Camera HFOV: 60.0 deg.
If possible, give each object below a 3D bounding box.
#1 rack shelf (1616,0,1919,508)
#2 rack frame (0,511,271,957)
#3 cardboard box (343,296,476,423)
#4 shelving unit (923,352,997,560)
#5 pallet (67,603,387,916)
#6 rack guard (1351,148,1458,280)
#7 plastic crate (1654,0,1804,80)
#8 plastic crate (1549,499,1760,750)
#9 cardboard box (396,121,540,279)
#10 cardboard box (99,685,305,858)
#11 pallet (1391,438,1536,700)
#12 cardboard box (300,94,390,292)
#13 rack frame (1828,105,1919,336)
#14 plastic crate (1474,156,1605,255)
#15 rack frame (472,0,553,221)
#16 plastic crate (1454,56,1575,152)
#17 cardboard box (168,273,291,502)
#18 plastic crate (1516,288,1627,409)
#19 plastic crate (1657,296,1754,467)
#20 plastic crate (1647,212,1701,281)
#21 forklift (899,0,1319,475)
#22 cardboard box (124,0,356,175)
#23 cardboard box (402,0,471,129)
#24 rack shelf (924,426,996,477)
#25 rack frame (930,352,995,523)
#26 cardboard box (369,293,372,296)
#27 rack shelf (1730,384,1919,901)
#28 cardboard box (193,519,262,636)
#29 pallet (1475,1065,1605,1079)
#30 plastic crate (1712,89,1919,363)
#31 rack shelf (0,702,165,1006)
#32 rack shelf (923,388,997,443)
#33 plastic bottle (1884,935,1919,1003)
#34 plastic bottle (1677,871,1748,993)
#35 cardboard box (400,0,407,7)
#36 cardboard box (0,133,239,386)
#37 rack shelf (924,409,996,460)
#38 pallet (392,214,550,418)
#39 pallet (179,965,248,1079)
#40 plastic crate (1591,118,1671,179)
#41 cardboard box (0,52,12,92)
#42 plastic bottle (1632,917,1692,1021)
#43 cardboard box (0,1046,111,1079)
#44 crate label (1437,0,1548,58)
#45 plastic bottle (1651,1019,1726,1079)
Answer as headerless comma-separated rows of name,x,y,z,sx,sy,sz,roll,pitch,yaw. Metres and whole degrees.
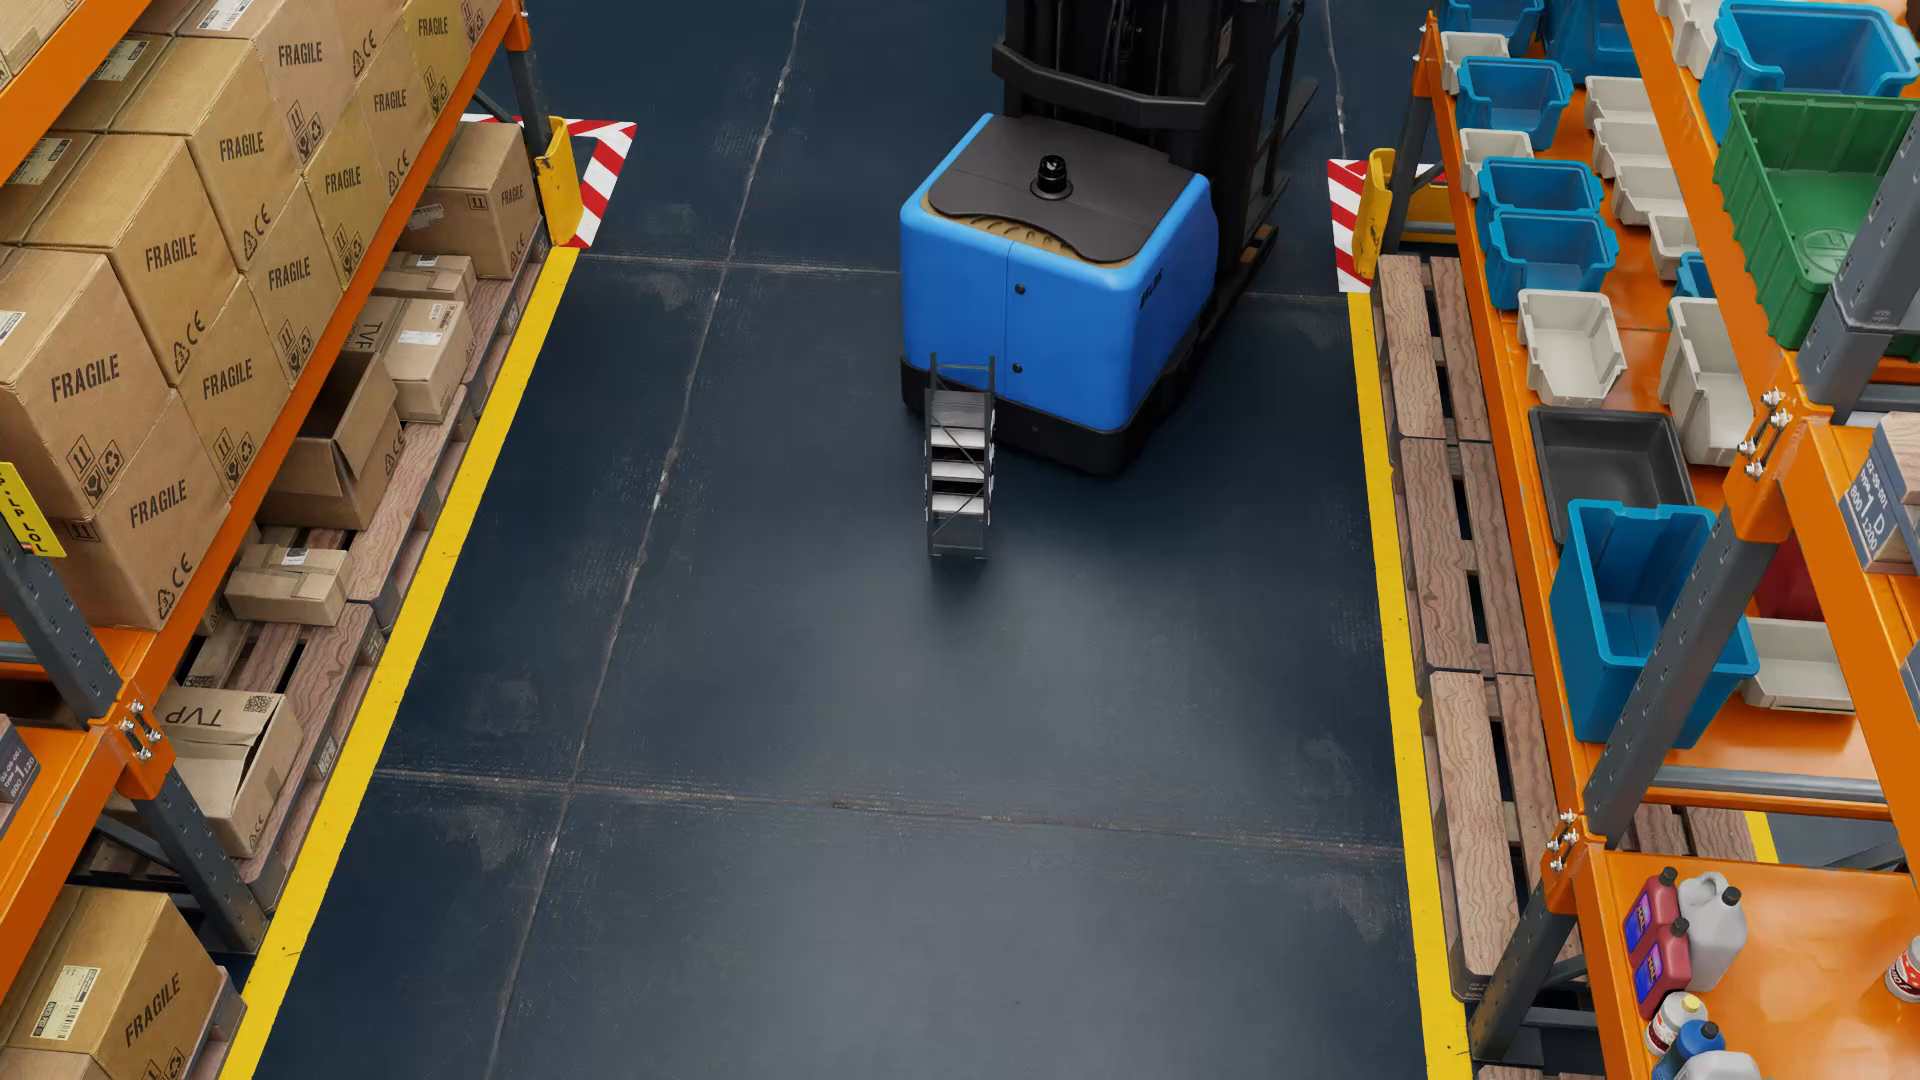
rack shelf,2.301,-1.619,4.653,1.077,0.370,4.000,4,48,4
rack frame,-2.814,0.284,4.457,1.000,3.000,0.127,4,48,4
cardboard box,-2.370,-0.763,6.981,0.500,0.250,0.500,4,48,4
shelving unit,0.001,-0.310,6.423,0.258,0.900,0.210,4,48,4
pallet,-2.750,0.721,5.948,1.003,0.211,1.213,4,48,4
rack guard,2.473,-1.494,7.778,1.175,0.500,0.348,4,48,4
plastic crate,1.856,-1.263,4.019,0.293,0.136,0.466,4,48,4
plastic crate,1.822,0.239,4.468,0.392,0.384,0.575,4,48,4
cardboard box,-2.253,-1.544,7.525,0.500,0.500,0.500,4,48,4
cardboard box,-2.560,0.749,5.556,0.500,0.311,0.500,4,48,4
pallet,2.256,0.119,6.498,1.003,0.211,1.213,4,48,4
cardboard box,-2.360,-1.223,5.768,0.500,0.500,0.500,3,48,3
rack frame,2.119,-1.405,1.936,1.000,3.000,0.127,4,48,4
plastic crate,2.013,-1.156,5.847,0.416,0.233,0.300,4,48,4
rack frame,-2.449,-2.655,7.146,1.000,3.000,0.127,4,48,4
plastic crate,2.073,-1.640,6.290,0.416,0.233,0.300,4,48,4
cardboard box,-2.452,-0.482,5.090,0.500,0.500,0.500,5,48,4
plastic crate,1.978,-0.611,5.414,0.293,0.136,0.466,4,48,4
plastic crate,2.441,-0.470,5.186,0.437,0.282,0.530,4,48,4
plastic crate,2.539,-1.002,5.772,0.298,0.136,0.250,4,48,4
forklift,0.870,-2.353,6.916,1.130,2.935,3.031,21,51,18
cardboard box,-2.351,-1.551,5.390,0.500,0.500,0.500,5,48,5
cardboard box,-2.263,-1.960,6.442,0.500,0.500,0.500,4,48,4
rack shelf,0.001,-0.348,6.382,0.258,0.077,0.200,4,48,4
rack frame,0.010,-0.384,6.492,0.240,0.900,0.006,4,48,4
cardboard box,-2.827,-1.128,7.314,0.500,0.250,0.500,4,48,4
rack shelf,1.936,1.320,1.964,1.077,0.370,4.000,4,48,4
cardboard box,-2.976,0.054,6.191,0.500,0.311,0.500,4,48,4
pallet,2.007,2.126,4.663,1.003,0.211,1.213,4,48,4
plastic crate,1.856,-0.652,3.425,0.450,0.188,0.662,4,48,4
rack shelf,-2.996,1.997,3.378,1.077,0.370,4.000,4,48,4
rack shelf,0.001,-0.469,6.249,0.258,0.077,0.200,4,48,4
plastic bottle,2.279,1.004,3.934,0.097,0.201,0.097,0,48,0
plastic bottle,1.760,0.903,3.924,0.144,0.351,0.185,4,48,4
cardboard box,-2.261,-2.309,6.084,0.500,0.500,0.500,5,48,5
cardboard box,-2.444,-0.793,4.697,0.500,0.500,0.500,3,48,2
rack shelf,0.001,-0.409,6.315,0.258,0.077,0.200,4,48,4
pallet,-2.528,-1.072,7.588,1.003,0.211,1.213,4,48,4
pallet,-2.850,1.826,4.937,1.003,0.211,1.213,4,48,4
plastic crate,2.548,-1.427,6.160,0.396,0.136,0.243,4,48,4
cardboard box,-2.523,-1.018,3.717,0.500,0.250,0.500,4,48,4
plastic bottle,1.648,0.998,3.883,0.061,0.283,0.133,4,48,4
cardboard box,-2.627,1.724,4.536,0.500,0.500,0.500,4,48,4
crate label,2.133,-2.124,6.732,0.416,0.233,0.303,4,48,4
plastic bottle,1.647,1.160,3.743,0.097,0.271,0.097,0,48,0
